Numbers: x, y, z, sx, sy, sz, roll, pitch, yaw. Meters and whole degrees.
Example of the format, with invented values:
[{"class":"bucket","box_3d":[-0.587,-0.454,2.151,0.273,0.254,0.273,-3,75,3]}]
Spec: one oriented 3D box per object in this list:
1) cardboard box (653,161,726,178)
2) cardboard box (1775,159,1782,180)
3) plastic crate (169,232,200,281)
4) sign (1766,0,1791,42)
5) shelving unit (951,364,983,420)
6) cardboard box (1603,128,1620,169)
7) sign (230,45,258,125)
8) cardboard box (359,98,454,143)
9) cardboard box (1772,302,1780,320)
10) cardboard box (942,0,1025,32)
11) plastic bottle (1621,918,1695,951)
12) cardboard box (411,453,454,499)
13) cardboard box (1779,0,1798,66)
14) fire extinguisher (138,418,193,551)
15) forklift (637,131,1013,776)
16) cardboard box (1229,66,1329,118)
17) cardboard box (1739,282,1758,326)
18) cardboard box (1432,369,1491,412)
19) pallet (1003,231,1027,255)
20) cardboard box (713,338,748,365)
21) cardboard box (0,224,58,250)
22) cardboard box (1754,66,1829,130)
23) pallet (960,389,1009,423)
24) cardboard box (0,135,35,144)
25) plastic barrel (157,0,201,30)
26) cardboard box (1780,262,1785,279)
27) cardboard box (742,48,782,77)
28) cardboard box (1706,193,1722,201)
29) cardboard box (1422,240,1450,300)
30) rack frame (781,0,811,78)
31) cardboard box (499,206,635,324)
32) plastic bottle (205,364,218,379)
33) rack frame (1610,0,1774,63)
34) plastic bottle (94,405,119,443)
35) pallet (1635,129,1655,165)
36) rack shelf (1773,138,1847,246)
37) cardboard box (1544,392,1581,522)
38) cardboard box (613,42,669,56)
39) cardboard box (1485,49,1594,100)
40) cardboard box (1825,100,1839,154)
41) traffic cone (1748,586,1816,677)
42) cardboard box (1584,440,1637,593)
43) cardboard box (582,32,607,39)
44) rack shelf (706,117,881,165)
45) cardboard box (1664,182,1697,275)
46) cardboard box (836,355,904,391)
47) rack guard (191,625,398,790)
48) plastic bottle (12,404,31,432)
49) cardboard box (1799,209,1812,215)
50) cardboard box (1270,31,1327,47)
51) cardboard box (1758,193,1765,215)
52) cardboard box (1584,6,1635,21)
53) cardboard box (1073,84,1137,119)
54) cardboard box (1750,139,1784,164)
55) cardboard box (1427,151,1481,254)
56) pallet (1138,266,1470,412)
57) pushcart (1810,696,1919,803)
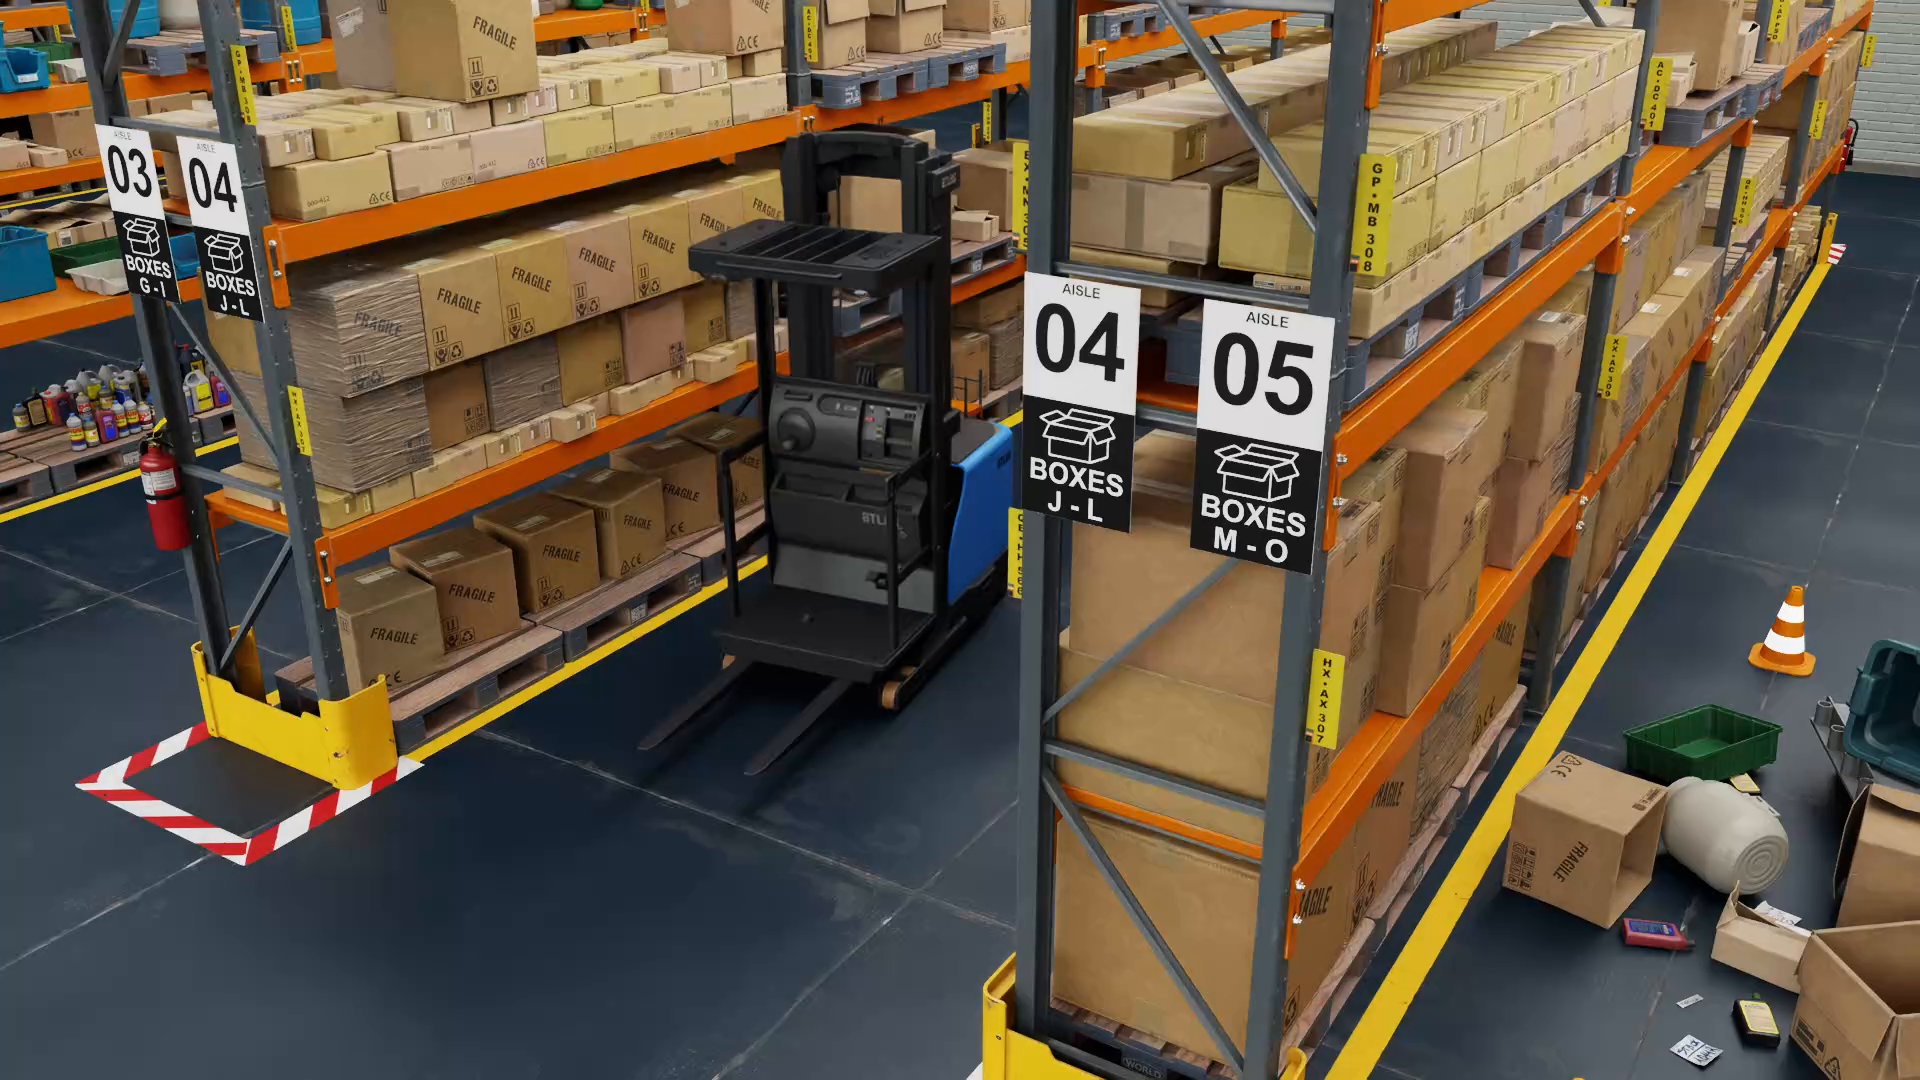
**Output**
[{"class":"cardboard box","box_3d":[-1.844,-2.157,10.698,0.500,0.500,0.500,14,27,29]},{"class":"cardboard box","box_3d":[6.810,-3.190,14.257,0.380,0.149,0.250,14,27,29]},{"class":"plastic crate","box_3d":[-5.951,-2.154,12.637,0.499,0.251,0.616,14,27,29]},{"class":"sign","box_3d":[5.347,-3.422,10.853,0.100,0.325,0.005,14,27,29]},{"class":"shelving unit","box_3d":[-0.008,-0.546,11.000,0.258,1.200,0.189,14,27,29]},{"class":"cardboard box","box_3d":[2.717,-1.766,7.439,0.380,0.149,0.250,14,27,30]},{"class":"sign","box_3d":[-3.039,-1.928,7.053,0.100,0.325,0.005,14,27,29]},{"class":"cardboard box","box_3d":[-2.707,-2.055,8.132,0.380,0.149,0.250,15,28,31]},{"class":"cardboard box","box_3d":[7.455,-2.181,15.572,0.380,0.149,0.250,13,26,27]},{"class":"cardboard box","box_3d":[0.145,-4.064,12.331,0.500,0.500,0.500,14,27,30]},{"class":"plastic bottle","box_3d":[3.029,1.713,7.215,0.283,0.061,0.133,5,24,11]},{"class":"cardboard box","box_3d":[-2.855,-0.357,8.615,0.380,0.149,0.250,14,27,29]},{"class":"cardboard box","box_3d":[5.665,-3.621,11.936,0.500,0.500,0.500,14,27,29]},{"class":"fire extinguisher","box_3d":[-3.952,-0.287,8.234,0.296,0.674,0.183,14,27,29]},{"class":"forklift","box_3d":[-0.708,-0.604,8.955,1.130,2.935,3.031,10,25,21]},{"class":"cardboard box","box_3d":[1.221,-1.671,6.216,0.380,0.149,0.250,13,27,28]},{"class":"cardboard box","box_3d":[6.263,-1.974,13.709,0.500,0.250,0.500,13,26,27]},{"class":"cardboard box","box_3d":[1.681,-0.444,6.952,0.875,0.550,0.500,14,27,29]},{"class":"pallet","box_3d":[0.434,-2.614,13.753,1.213,0.211,1.003,14,27,29]},{"class":"cardboard box","box_3d":[-1.577,-1.211,10.588,0.380,0.149,0.250,14,27,29]},{"class":"cardboard box","box_3d":[-9.375,-2.967,16.555,0.500,0.311,0.500,14,27,29]},{"class":"cardboard box","box_3d":[7.435,-3.984,14.917,0.500,0.500,0.500,15,27,30]},{"class":"pallet","box_3d":[-0.338,-1.011,13.320,1.003,0.211,1.213,14,27,29]},{"class":"cardboard box","box_3d":[-12.240,-4.879,21.338,0.700,0.500,0.500,14,27,30]},{"class":"plastic barrel","box_3d":[-5.992,-4.169,12.659,0.421,0.512,0.421,0,23,0]},{"class":"cardboard box","box_3d":[7.543,-2.552,15.680,0.380,0.149,0.250,15,28,31]},{"class":"cardboard box","box_3d":[-1.316,-2.935,10.165,0.380,0.149,0.250,15,27,31]},{"class":"cardboard box","box_3d":[5.428,-2.448,12.168,0.380,0.149,0.250,13,27,28]},{"class":"cardboard box","box_3d":[1.380,-0.910,5.462,0.380,0.149,0.250,14,27,29]},{"class":"rack frame","box_3d":[-1.390,-4.368,10.012,1.000,3.000,0.127,14,27,29]},{"class":"cardboard box","box_3d":[-2.188,-1.541,9.274,0.500,0.500,0.500,14,27,29]},{"class":"plastic bottle","box_3d":[-5.933,-1.284,13.316,0.152,0.276,0.135,14,27,29]},{"class":"rack frame","box_3d":[4.880,-4.644,10.651,1.000,3.000,0.127,14,27,29]},{"class":"plastic bottle","box_3d":[-6.352,-0.877,12.365,0.061,0.283,0.133,14,27,30]},{"class":"pallet","box_3d":[3.212,-2.149,8.905,0.805,0.209,1.217,13,26,27]},{"class":"rack shelf","box_3d":[8.045,-3.586,16.663,1.077,0.370,4.000,14,27,29]},{"class":"cardboard box","box_3d":[2.586,-0.483,8.401,0.875,0.550,0.550,14,27,29]},{"class":"cardboard box","box_3d":[-1.906,-2.956,10.214,0.380,0.149,0.250,12,26,26]},{"class":"cardboard box","box_3d":[2.314,-1.874,6.686,0.380,0.149,0.250,14,27,29]},{"class":"cardboard box","box_3d":[8.275,-4.056,16.343,0.500,0.500,0.500,15,28,32]},{"class":"traffic cone","box_3d":[4.760,0.487,9.543,0.336,0.463,0.334,14,27,29]},{"class":"cardboard box","box_3d":[3.533,-0.254,10.365,1.050,0.750,0.750,14,27,29]},{"class":"cardboard box","box_3d":[-5.097,-6.997,22.252,0.500,0.500,0.500,15,27,30]},{"class":"rack shelf","box_3d":[-2.433,-4.347,18.422,1.077,0.370,4.000,14,27,29]},{"class":"cardboard box","box_3d":[4.369,-2.075,10.884,0.700,0.500,0.500,13,27,28]},{"class":"cardboard box","box_3d":[-0.781,-1.029,12.444,0.700,0.500,0.500,14,27,29]},{"class":"rack guard","box_3d":[-3.460,0.857,8.641,1.175,0.500,0.348,14,27,29]},{"class":"plastic bottle","box_3d":[-7.112,-0.932,12.595,0.097,0.201,0.097,0,23,0]},{"class":"cardboard box","box_3d":[8.855,-3.444,17.741,0.380,0.149,0.250,14,27,30]},{"class":"cardboard box","box_3d":[3.925,-5.626,19.341,0.500,0.500,0.500,13,27,28]},{"class":"cardboard box","box_3d":[6.405,-2.792,13.711,0.380,0.149,0.250,13,26,27]},{"class":"cardboard box","box_3d":[4.311,-3.267,10.703,0.500,0.311,0.500,14,27,29]},{"class":"cardboard box","box_3d":[1.119,-3.714,14.665,0.797,0.503,0.637,15,28,31]},{"class":"cardboard box","box_3d":[6.803,-3.324,14.192,0.380,0.149,0.250,13,27,27]},{"class":"cardboard box","box_3d":[1.400,-1.154,5.525,0.500,0.250,0.500,13,27,28]},{"class":"pallet","box_3d":[1.043,-0.779,5.610,1.003,0.211,1.213,14,27,29]},{"class":"pushcart","box_3d":[5.065,1.205,7.992,1.648,0.377,0.936,5,24,11]}]
